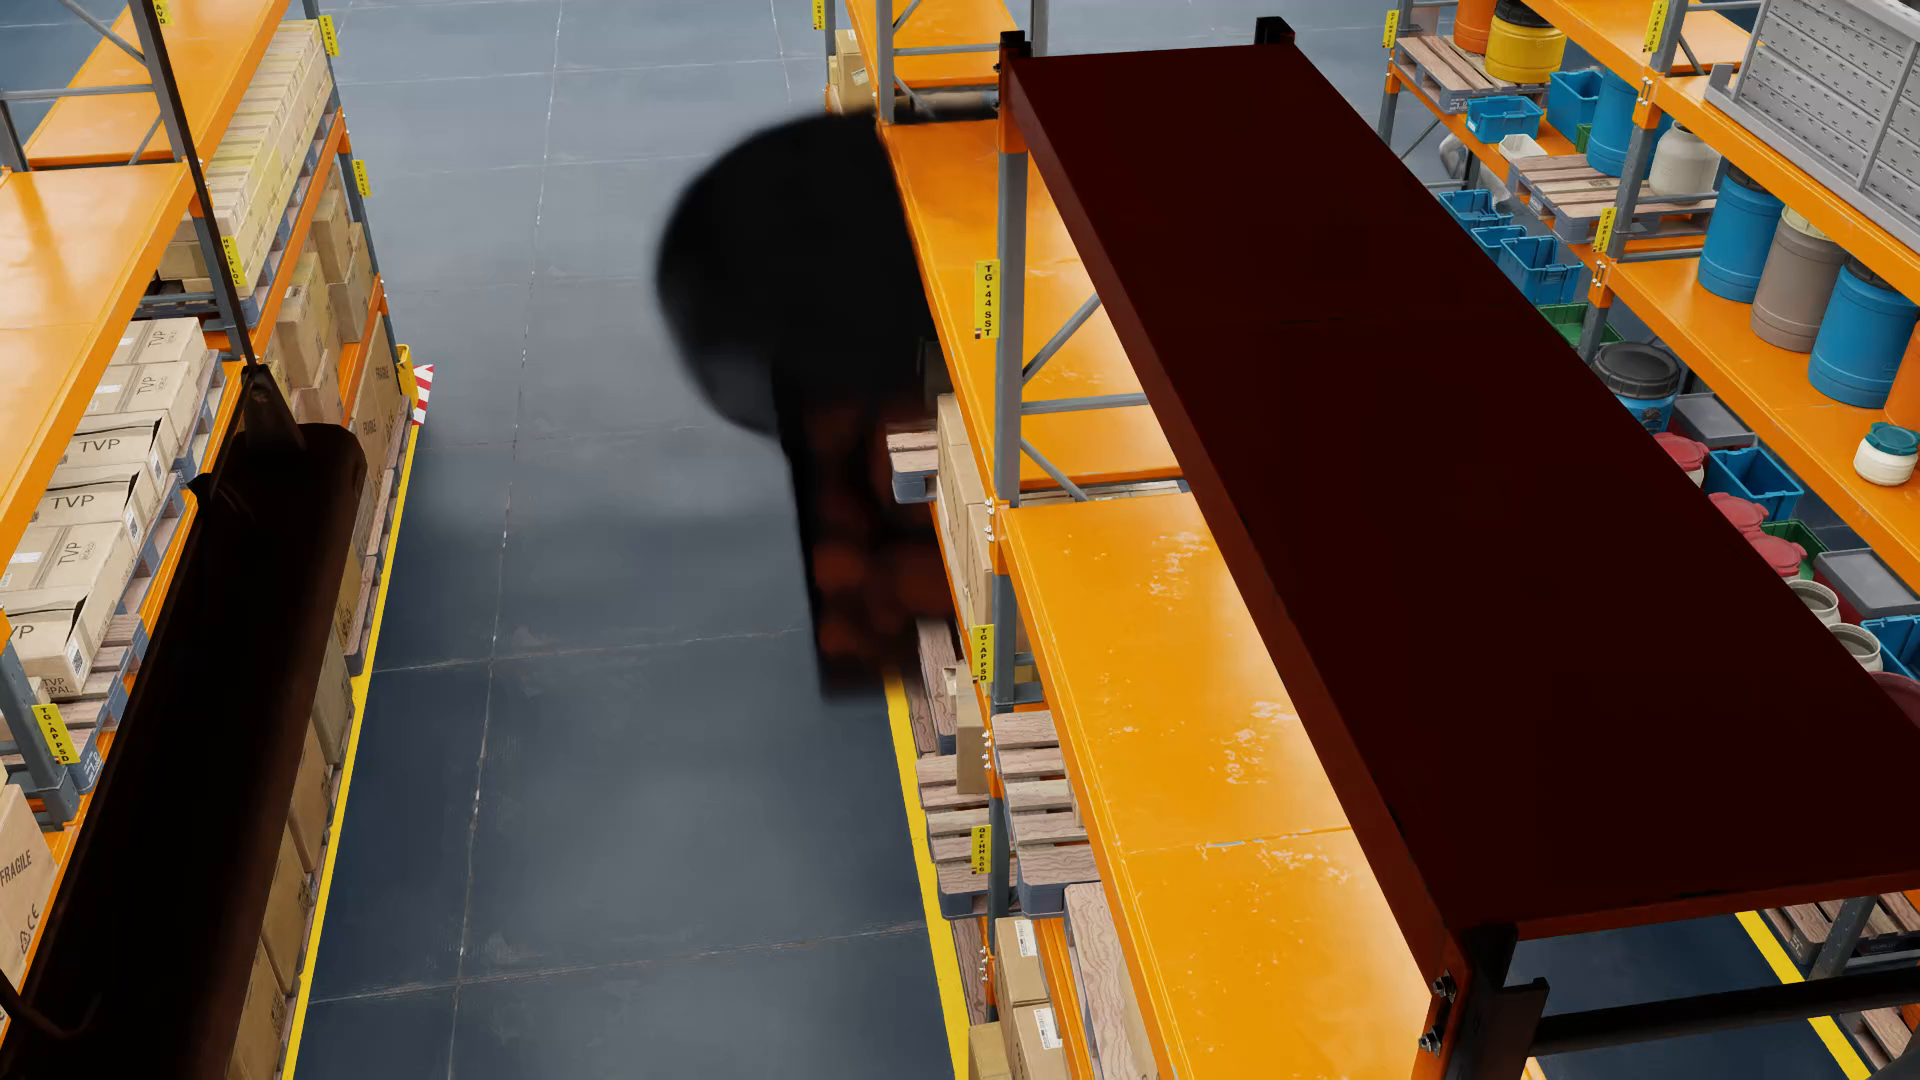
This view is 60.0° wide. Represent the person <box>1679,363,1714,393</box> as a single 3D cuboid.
[{"bbox_3d":[6.267,-1.487,13.679,0.611,1.667,0.698,-13,38,-17],"label":"person"}]

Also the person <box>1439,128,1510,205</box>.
[{"bbox_3d":[5.600,-4.447,18.146,1.045,1.682,0.754,5,37,7],"label":"person"}]
